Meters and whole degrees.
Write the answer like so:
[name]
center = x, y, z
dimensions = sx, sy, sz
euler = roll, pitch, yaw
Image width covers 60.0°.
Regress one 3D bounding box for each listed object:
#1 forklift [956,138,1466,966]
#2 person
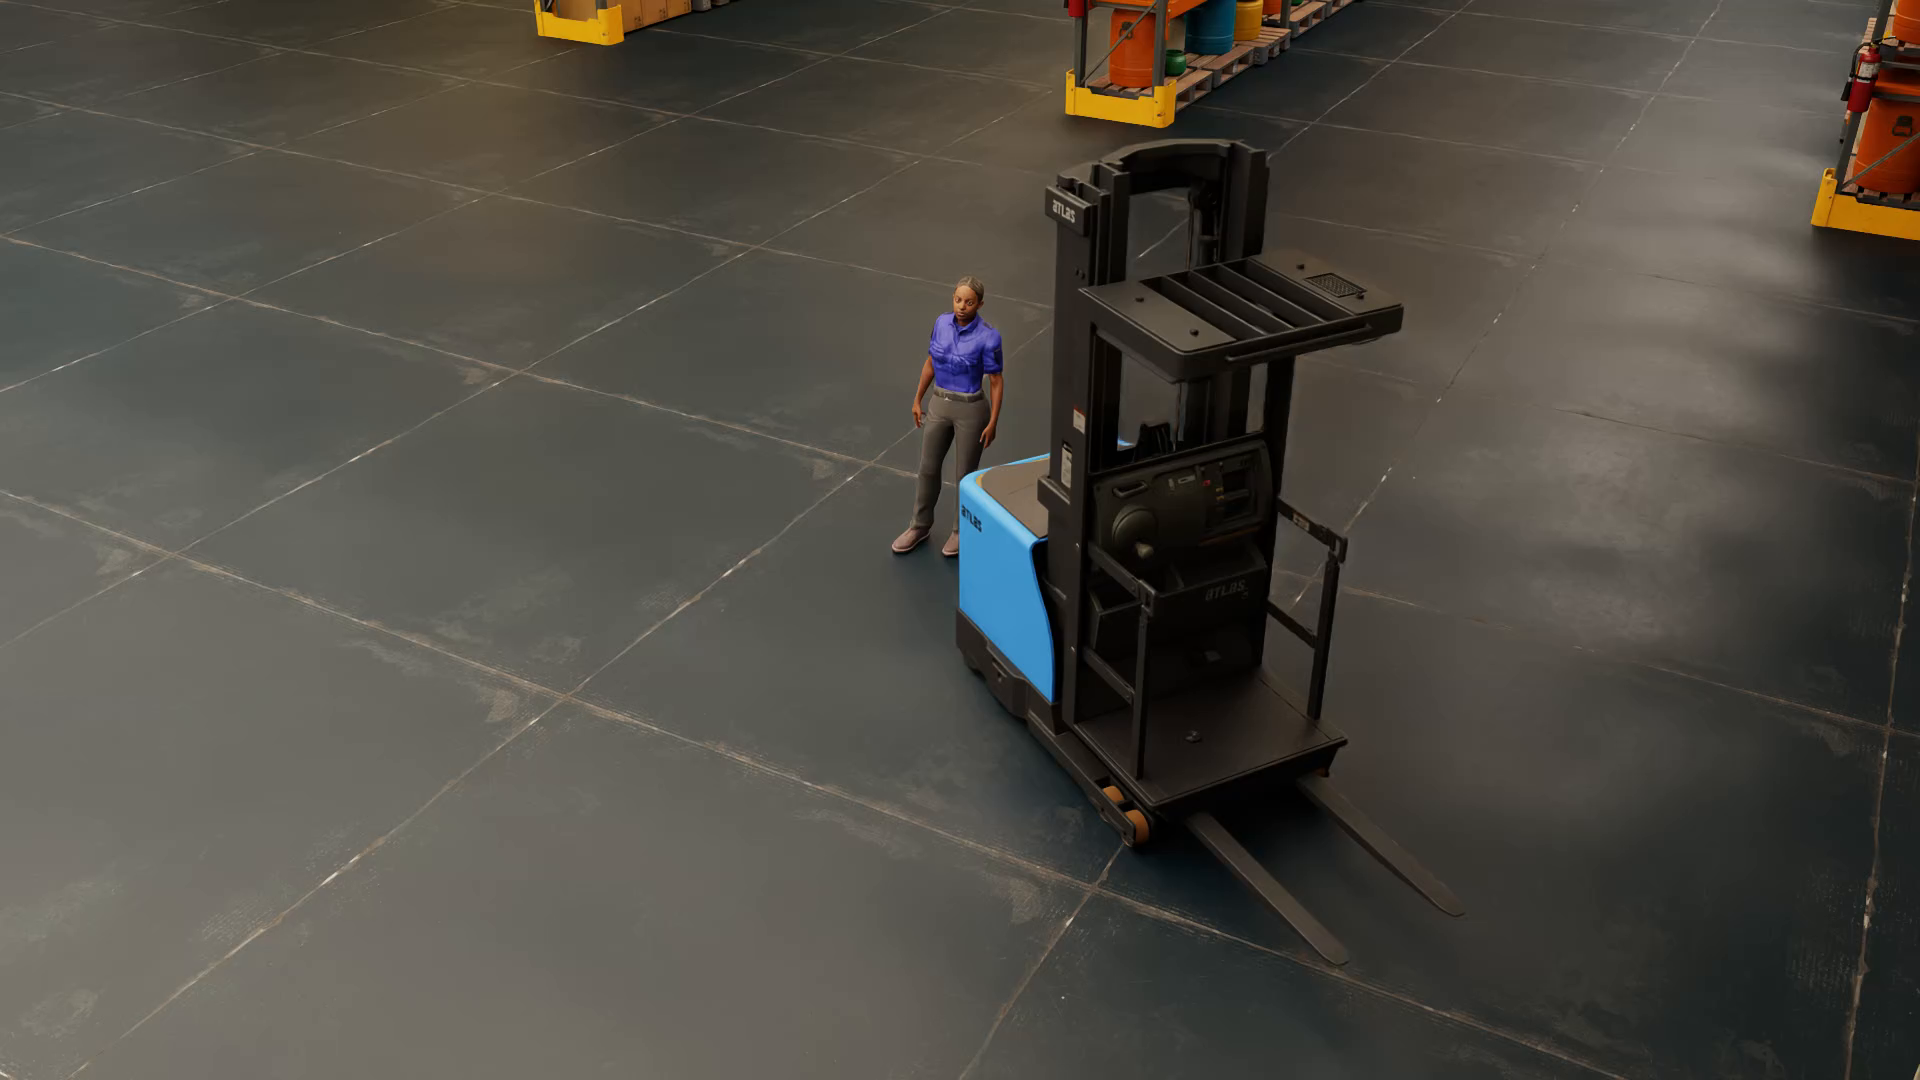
[forklift]
center = 1.104, -0.129, 7.295
dimensions = 1.130, 2.935, 3.031
euler = -15, 33, -24
[person]
center = -0.060, -0.689, 9.527
dimensions = 0.570, 1.657, 0.502
euler = 15, 33, 25
